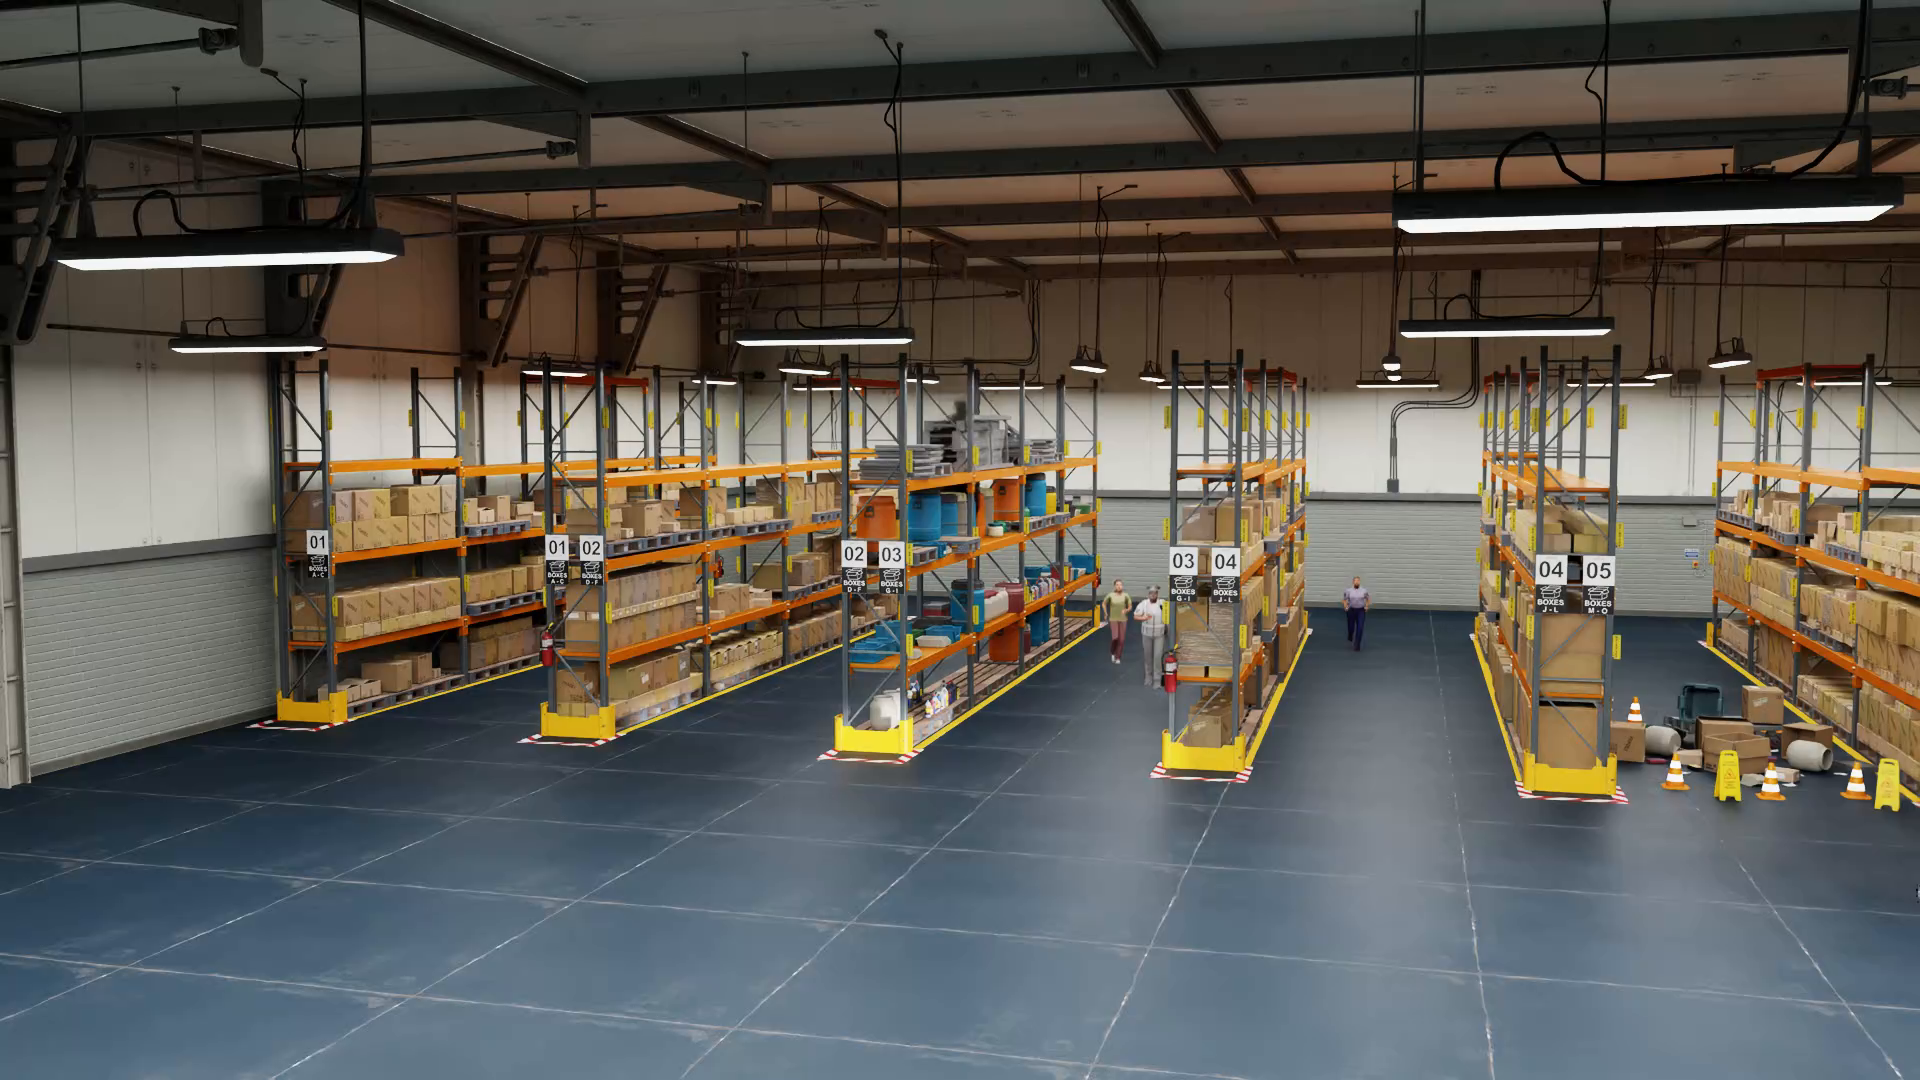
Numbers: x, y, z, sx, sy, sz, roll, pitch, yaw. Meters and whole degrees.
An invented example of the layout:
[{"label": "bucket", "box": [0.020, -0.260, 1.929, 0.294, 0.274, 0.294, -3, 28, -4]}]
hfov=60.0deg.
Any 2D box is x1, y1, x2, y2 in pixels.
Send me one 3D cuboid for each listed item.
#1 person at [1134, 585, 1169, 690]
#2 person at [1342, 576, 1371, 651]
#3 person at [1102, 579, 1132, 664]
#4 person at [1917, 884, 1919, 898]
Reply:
[{"label": "person", "box": [3.411, 1.692, 29.428, 0.681, 1.834, 0.845, 1, 4, 7]}, {"label": "person", "box": [8.670, 1.593, 36.357, 0.618, 1.601, 0.654, 1, 4, 9]}, {"label": "person", "box": [3.052, 1.585, 32.099, 0.566, 1.650, 0.547, 0, 4, -2]}, {"label": "person", "box": [10.078, 2.924, 16.820, 0.640, 1.792, 0.777, -2, 5, -24]}]
